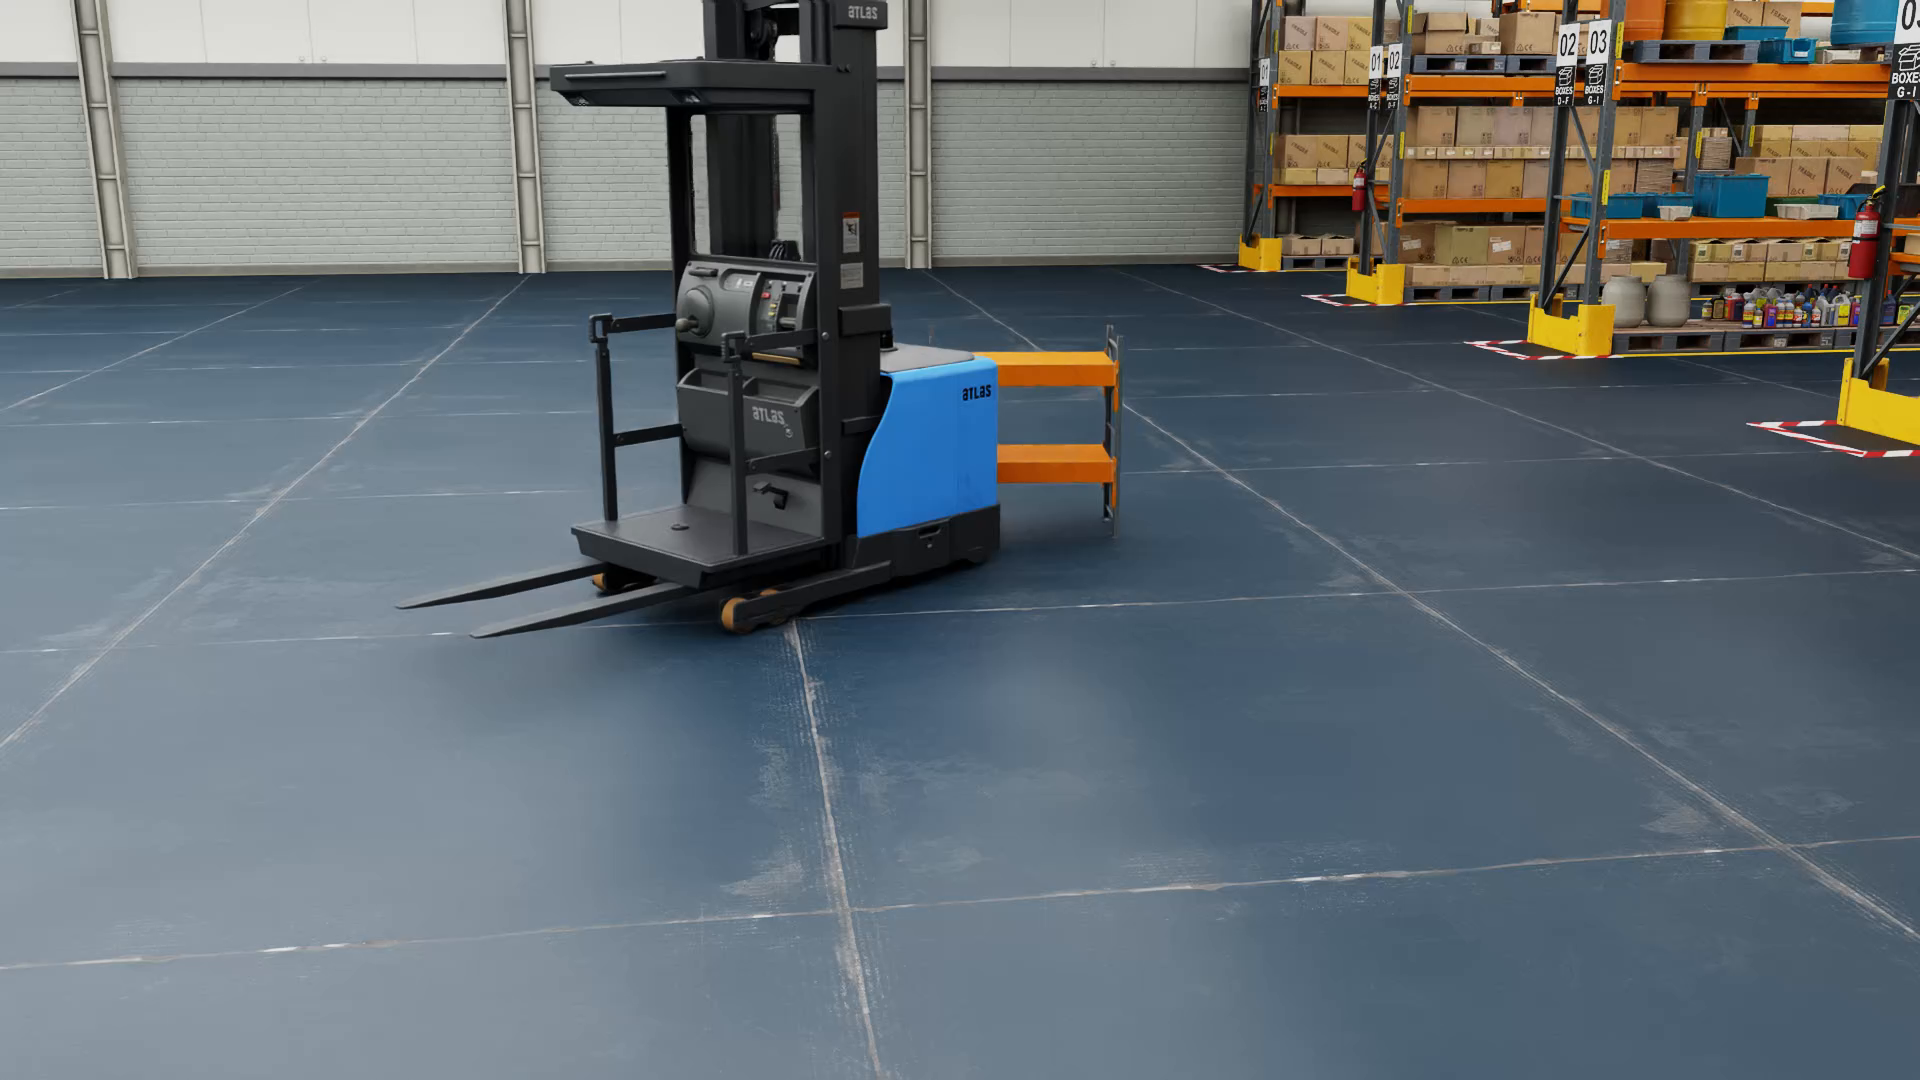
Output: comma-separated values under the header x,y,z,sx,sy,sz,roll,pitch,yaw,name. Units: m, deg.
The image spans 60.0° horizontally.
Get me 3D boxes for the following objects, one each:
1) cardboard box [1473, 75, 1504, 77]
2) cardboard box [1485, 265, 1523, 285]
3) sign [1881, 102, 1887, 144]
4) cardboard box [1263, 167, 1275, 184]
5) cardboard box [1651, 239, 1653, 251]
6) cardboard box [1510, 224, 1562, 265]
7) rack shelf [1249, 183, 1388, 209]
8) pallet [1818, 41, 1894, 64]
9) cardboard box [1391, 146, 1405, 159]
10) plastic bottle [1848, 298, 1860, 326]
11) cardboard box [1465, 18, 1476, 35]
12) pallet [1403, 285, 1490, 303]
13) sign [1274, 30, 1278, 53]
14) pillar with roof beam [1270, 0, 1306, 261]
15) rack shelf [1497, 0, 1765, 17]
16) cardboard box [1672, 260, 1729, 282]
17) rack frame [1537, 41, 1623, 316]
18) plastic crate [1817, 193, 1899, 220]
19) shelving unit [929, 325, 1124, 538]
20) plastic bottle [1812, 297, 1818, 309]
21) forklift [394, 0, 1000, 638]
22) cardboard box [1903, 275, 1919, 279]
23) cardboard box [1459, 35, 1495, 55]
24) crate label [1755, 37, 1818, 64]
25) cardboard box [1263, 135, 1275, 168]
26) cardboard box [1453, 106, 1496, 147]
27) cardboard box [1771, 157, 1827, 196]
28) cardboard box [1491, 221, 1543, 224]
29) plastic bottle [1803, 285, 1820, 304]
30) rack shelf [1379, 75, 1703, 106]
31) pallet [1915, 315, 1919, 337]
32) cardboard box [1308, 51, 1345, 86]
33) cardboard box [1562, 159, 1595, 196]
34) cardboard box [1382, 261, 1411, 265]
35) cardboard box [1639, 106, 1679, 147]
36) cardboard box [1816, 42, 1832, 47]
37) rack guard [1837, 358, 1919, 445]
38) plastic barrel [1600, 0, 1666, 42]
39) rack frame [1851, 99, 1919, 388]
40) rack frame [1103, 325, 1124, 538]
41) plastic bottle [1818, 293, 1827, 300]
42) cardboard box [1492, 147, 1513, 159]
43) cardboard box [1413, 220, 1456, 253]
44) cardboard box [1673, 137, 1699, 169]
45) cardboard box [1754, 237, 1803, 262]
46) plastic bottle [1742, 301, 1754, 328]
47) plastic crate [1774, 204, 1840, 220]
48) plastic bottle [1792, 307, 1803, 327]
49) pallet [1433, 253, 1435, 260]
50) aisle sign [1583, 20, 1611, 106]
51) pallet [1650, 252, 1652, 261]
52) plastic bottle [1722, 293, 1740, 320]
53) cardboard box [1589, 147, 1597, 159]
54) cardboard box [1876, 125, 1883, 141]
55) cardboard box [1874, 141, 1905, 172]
x,y,z,sx,sy,sz,roll,pitch,yaw,name
8.191,-7.377,26.056,0.500,0.500,0.500,-2,14,-7,cardboard box
6.995,-3.478,21.712,0.500,0.250,0.500,-2,14,-8,cardboard box
6.852,-3.071,12.271,0.005,0.325,0.100,-2,14,-8,sign
5.134,-5.797,26.437,0.500,0.250,0.500,-2,14,-7,cardboard box
11.381,-5.058,27.457,0.500,0.500,0.700,-2,14,-8,cardboard box
7.490,-3.858,21.688,0.500,0.500,0.500,-2,14,-8,cardboard box
6.679,-5.520,26.544,4.000,0.370,1.077,-2,14,-8,rack shelf
9.433,-4.872,16.704,1.003,0.211,1.213,-2,14,-8,pallet
5.792,-5.028,21.564,0.250,0.149,0.380,-2,14,-9,cardboard box
9.194,-2.339,17.060,0.133,0.283,0.061,-1,14,-5,plastic bottle
7.658,-7.833,25.823,0.500,0.500,0.500,-1,14,-5,cardboard box
6.193,-3.290,21.907,1.213,0.211,1.003,-2,14,-8,pallet
4.782,-7.545,25.176,0.005,0.325,0.100,-2,14,-8,sign
5.906,-7.904,22.240,0.400,9.000,9.100,-2,14,-8,pillar with roof beam
10.634,-8.381,26.441,4.000,0.370,1.077,-2,14,-8,rack shelf
9.834,-3.575,22.099,0.500,0.250,0.500,-2,14,-10,cardboard box
6.177,-3.413,16.666,0.127,3.000,1.000,-2,14,-8,rack frame
9.078,-3.381,16.841,0.616,0.251,0.499,-2,14,-8,plastic crate
0.354,-0.612,9.351,1.048,1.125,0.538,0,14,-2,shelving unit
8.852,-2.363,17.159,0.133,0.283,0.061,-2,14,-8,plastic bottle
-1.165,-1.135,7.724,1.130,2.935,3.031,13,19,42,forklift
12.870,-3.687,22.547,0.500,0.250,0.500,-2,14,-7,cardboard box
6.542,-6.364,21.422,0.500,0.250,0.500,-2,14,-8,cardboard box
8.077,-4.784,16.272,0.408,0.251,0.502,-2,14,-8,crate label
5.136,-6.165,26.364,0.500,0.500,0.500,-2,14,-9,cardboard box
6.478,-5.319,21.391,0.500,0.500,0.700,-2,14,-10,cardboard box
11.176,-4.859,22.227,0.500,0.500,0.500,-2,14,-8,cardboard box
7.410,-3.987,22.202,0.500,0.500,0.500,-2,14,-8,cardboard box
9.086,-2.550,17.766,0.185,0.351,0.144,-3,14,-11,plastic bottle
7.420,-5.783,21.429,4.000,0.370,1.077,-2,14,-8,rack shelf
10.903,-2.243,17.734,1.213,0.211,1.003,-2,14,-8,pallet
5.605,-7.272,25.640,0.500,0.500,0.500,-1,14,-5,cardboard box
7.943,-4.743,21.762,0.500,0.500,0.700,-2,14,-7,cardboard box
5.929,-3.565,22.061,0.500,0.250,0.500,-2,14,-8,cardboard box
8.960,-5.410,21.755,0.500,0.500,0.700,-2,14,-8,cardboard box
11.298,-6.390,21.815,0.500,0.250,0.500,-3,14,-13,cardboard box
6.990,-1.012,12.230,0.348,0.500,1.175,-2,14,-8,rack guard
6.639,-5.328,16.390,0.708,0.830,0.600,-2,14,-8,plastic barrel
6.915,-2.222,11.915,0.127,3.000,1.000,-2,14,-8,rack frame
0.862,-0.616,9.367,0.032,1.125,0.500,0,14,-2,rack frame
9.147,-2.485,17.667,0.097,0.271,0.097,0,14,0,plastic bottle
6.883,-4.968,21.327,0.250,0.149,0.380,-3,14,-10,cardboard box
7.636,-4.895,26.808,0.500,0.500,0.500,-3,14,-13,cardboard box
11.600,-6.302,27.074,0.500,0.500,0.700,-3,14,-14,cardboard box
10.851,-3.883,22.174,0.500,0.311,0.500,-3,14,-10,cardboard box
8.016,-2.294,16.907,0.097,0.271,0.097,0,14,0,plastic bottle
8.564,-3.311,16.798,0.437,0.136,0.530,-2,14,-8,plastic crate
8.552,-2.280,16.994,0.097,0.201,0.097,0,14,0,plastic bottle
7.998,-4.556,26.954,1.213,0.211,1.003,-2,14,-8,pallet
6.149,-4.601,16.058,0.004,0.787,0.394,-2,14,-8,aisle sign
10.635,-4.662,27.378,1.213,0.211,1.003,-2,14,-8,pallet
8.181,-2.480,17.639,0.135,0.276,0.152,-2,14,-8,plastic bottle
8.155,-5.015,21.514,0.250,0.149,0.380,-2,14,-9,cardboard box
15.132,-6.684,27.309,0.500,0.250,0.500,-2,14,-7,cardboard box
15.147,-6.319,27.395,0.500,0.500,0.500,-2,14,-8,cardboard box
